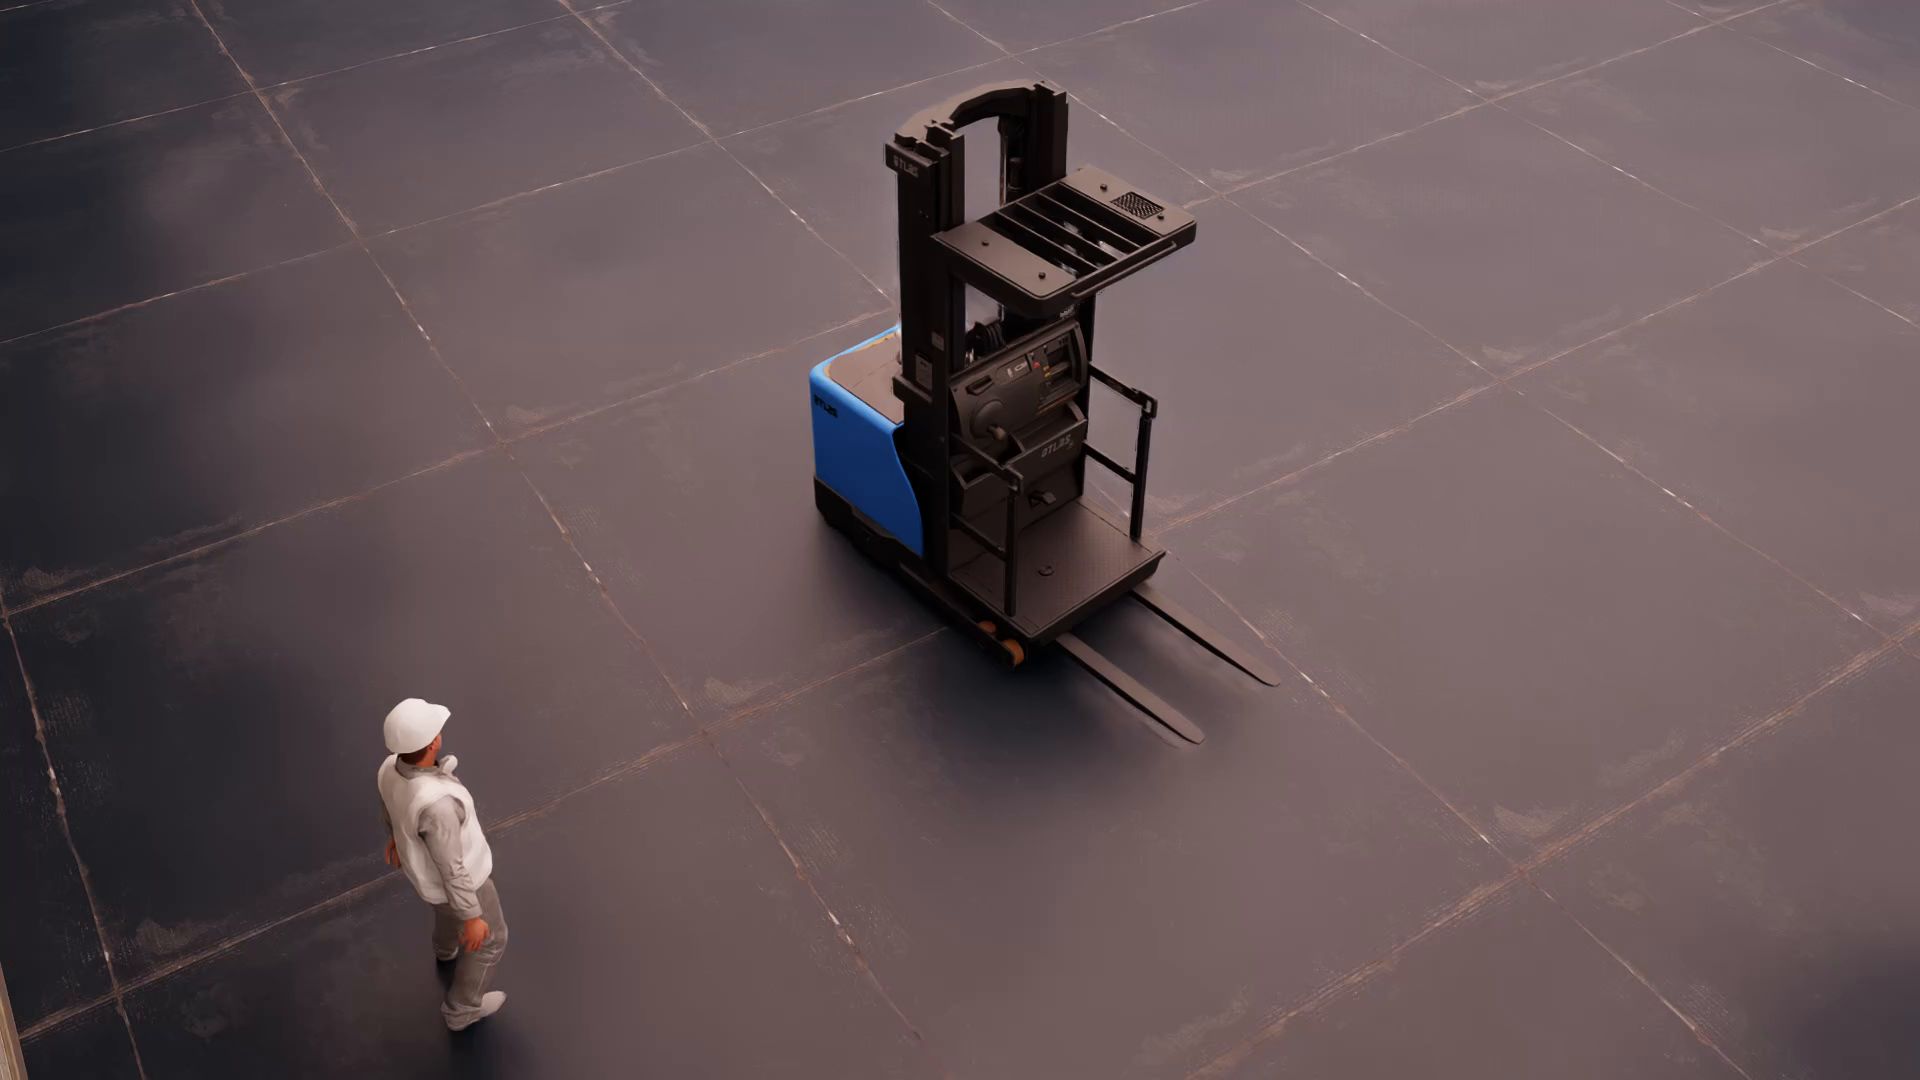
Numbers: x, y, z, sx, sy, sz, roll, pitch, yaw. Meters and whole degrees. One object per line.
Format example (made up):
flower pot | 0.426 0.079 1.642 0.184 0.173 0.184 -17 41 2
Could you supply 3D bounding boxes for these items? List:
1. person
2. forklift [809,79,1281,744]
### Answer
person | -2.237 1.419 7.205 0.474 1.741 0.870 -27 48 -27
forklift | 0.464 -0.774 8.757 1.130 2.935 3.031 -31 50 -30
